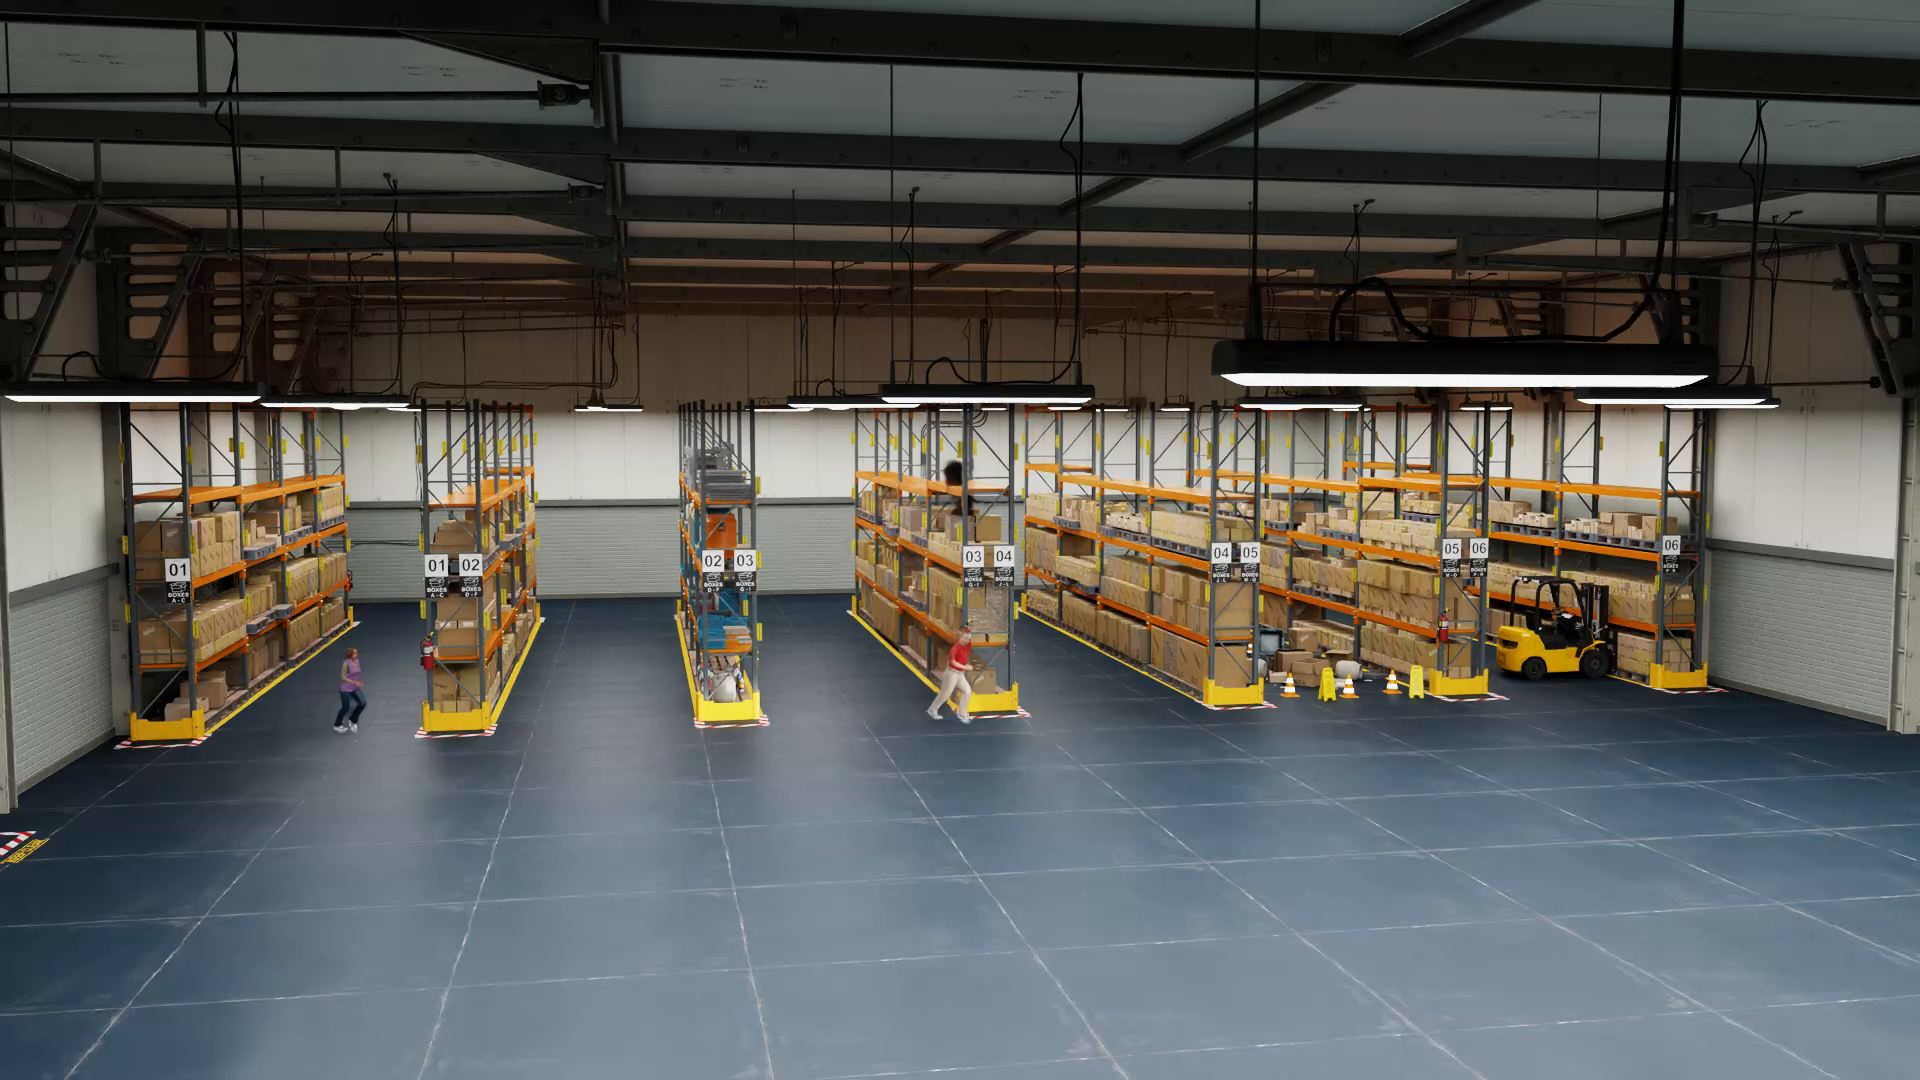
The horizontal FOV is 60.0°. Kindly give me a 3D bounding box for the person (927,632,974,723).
[{"bbox_3d":[-0.164,2.566,30.973,0.925,1.746,0.680,2,5,22],"label":"person"}]

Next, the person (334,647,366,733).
[{"bbox_3d":[-10.928,2.691,29.798,0.735,1.573,0.452,2,5,27],"label":"person"}]
